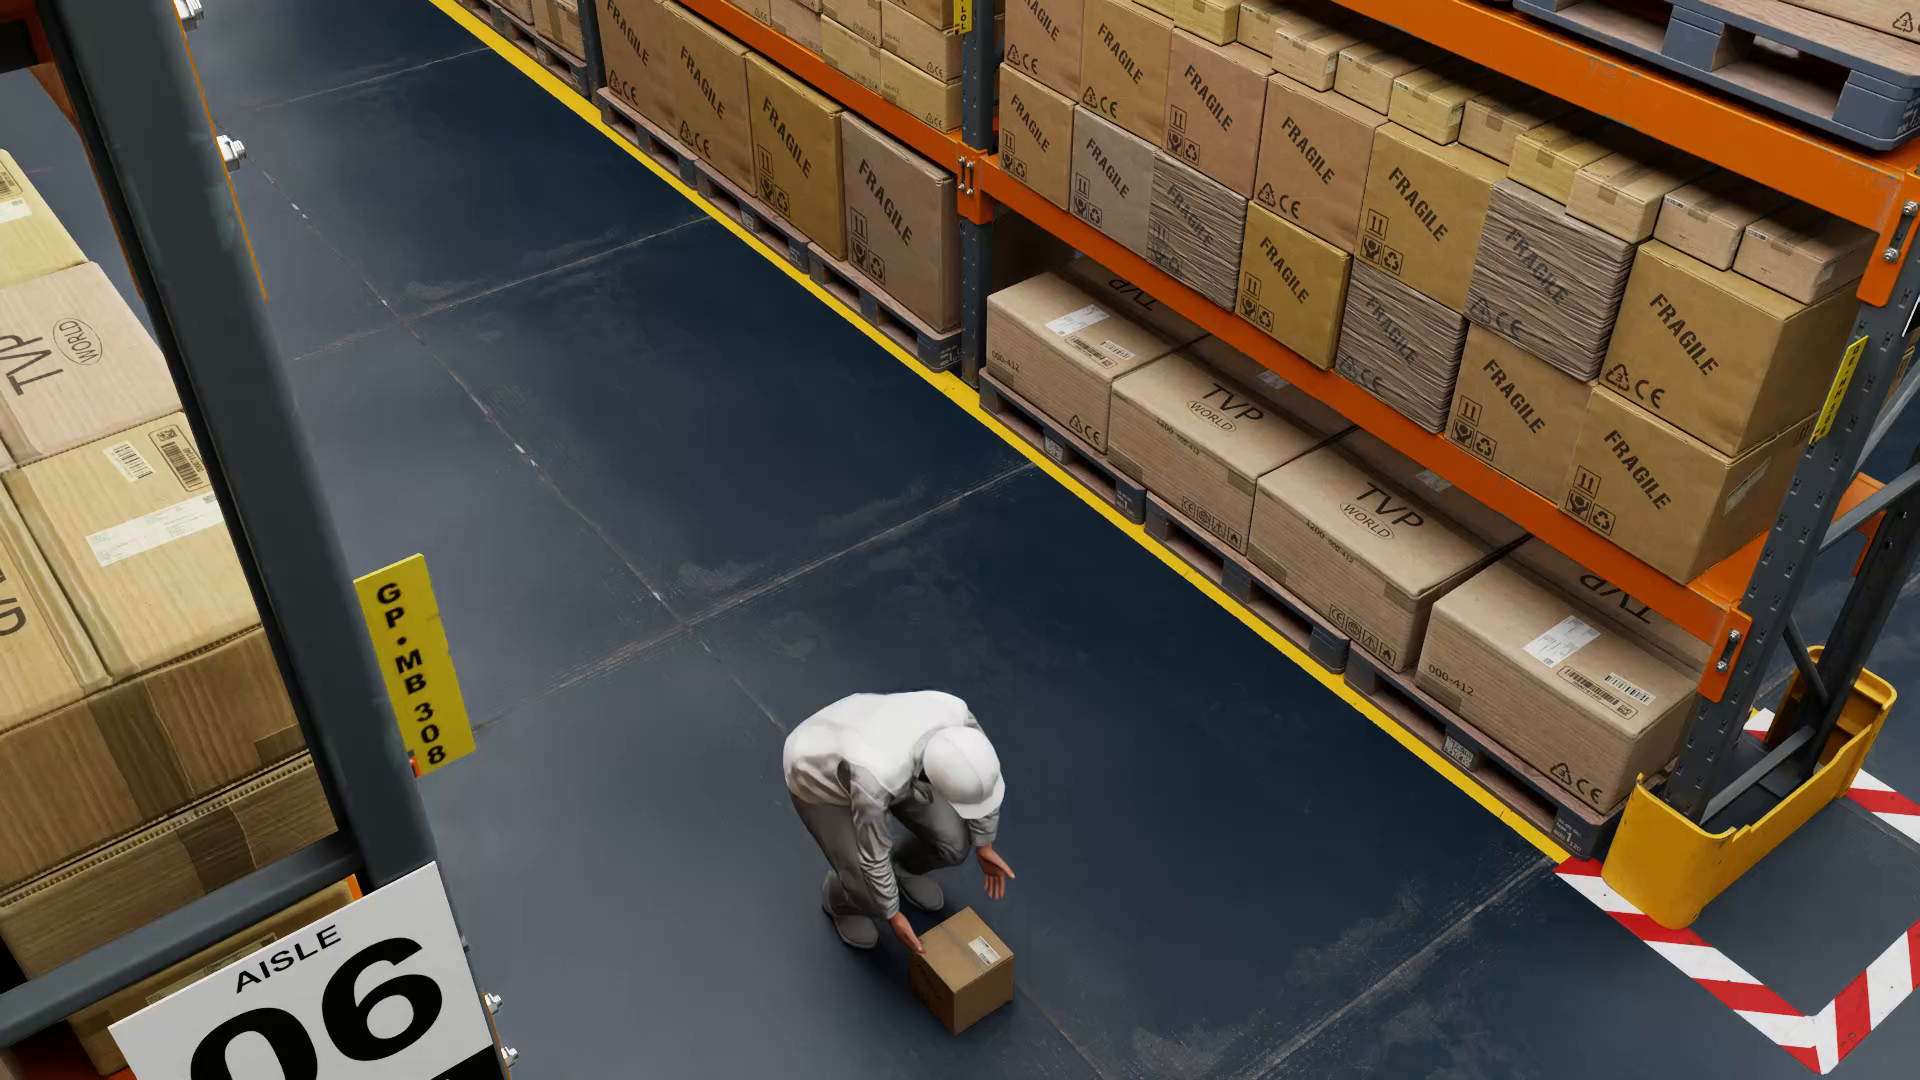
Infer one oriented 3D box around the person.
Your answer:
[{"bbox_3d":[-0.187,0.893,5.535,0.568,1.182,0.847,-26,47,-28],"label":"person"}]
